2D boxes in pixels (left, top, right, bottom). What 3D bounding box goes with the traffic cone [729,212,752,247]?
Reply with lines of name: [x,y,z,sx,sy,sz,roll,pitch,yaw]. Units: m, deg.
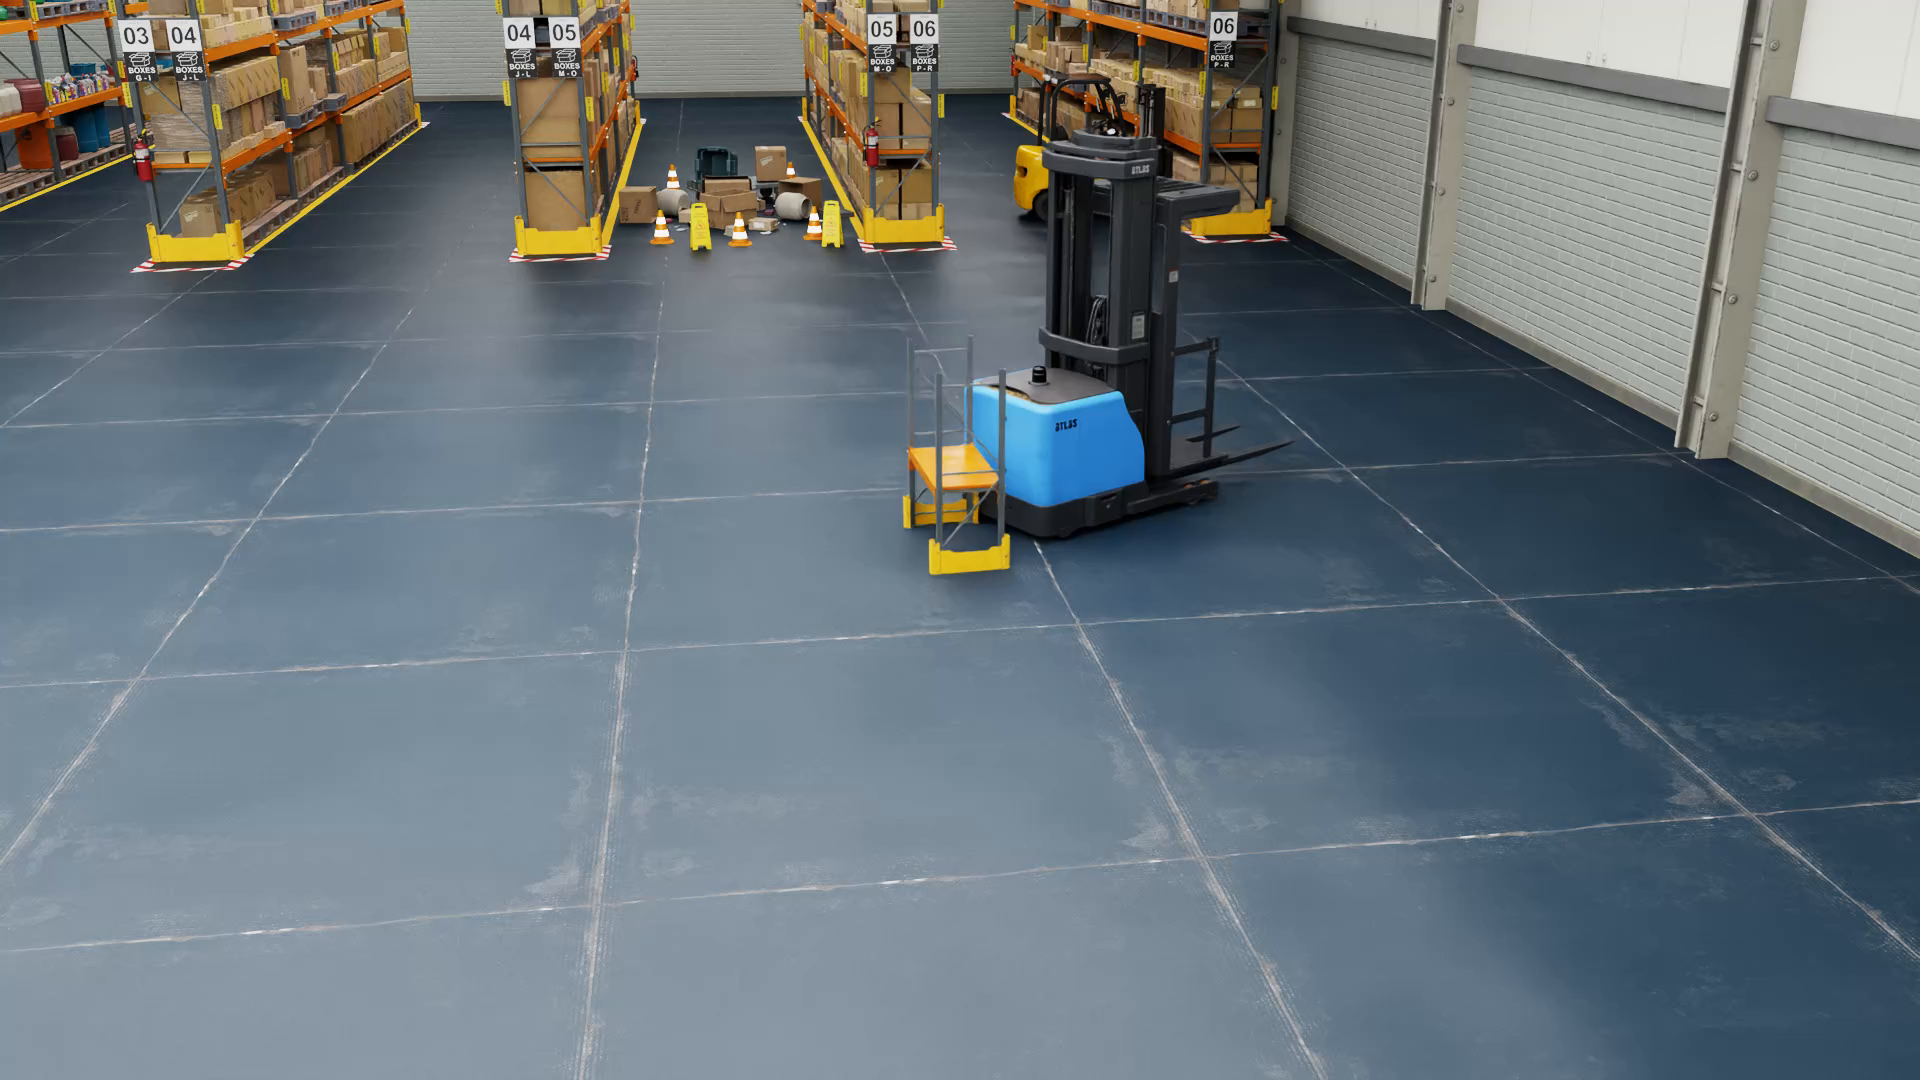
traffic cone: [-3.206,-4.533,24.191,0.336,0.463,0.334,-3,21,-8]

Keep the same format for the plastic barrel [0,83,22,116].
plastic barrel: [-16.319,-7.538,28.452,0.421,0.512,0.421,0,20,0]

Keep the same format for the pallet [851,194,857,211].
pallet: [-1.263,-5.659,27.566,1.003,0.211,1.213,-3,21,-8]

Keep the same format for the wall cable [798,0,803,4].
wall cable: [-3.960,-13.792,43.860,0.585,1.953,0.123,-3,21,-8]

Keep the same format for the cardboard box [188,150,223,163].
cardboard box: [-10.430,-5.304,22.990,0.380,0.149,0.250,-3,21,-8]

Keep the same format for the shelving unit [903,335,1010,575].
shelving unit: [-0.039,-0.652,12.317,0.587,1.500,1.083,-4,21,-12]

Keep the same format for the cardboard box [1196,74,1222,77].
cardboard box: [4.014,-7.397,26.740,0.380,0.149,0.250,-3,21,-8]

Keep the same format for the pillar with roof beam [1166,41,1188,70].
pillar with roof beam: [-0.240,-11.020,29.360,9.100,9.000,0.400,-3,21,-8]

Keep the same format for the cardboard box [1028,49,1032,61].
cardboard box: [1.830,-10.975,37.603,0.500,0.250,0.500,-3,21,-9]

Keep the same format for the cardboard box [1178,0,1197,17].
cardboard box: [3.740,-8.259,25.368,0.700,0.500,0.500,-3,21,-7]

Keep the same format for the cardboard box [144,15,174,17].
cardboard box: [-11.103,-7.184,23.022,0.380,0.149,0.250,-3,21,-7]

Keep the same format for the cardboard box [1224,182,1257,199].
cardboard box: [4.231,-5.379,25.445,0.500,0.250,0.500,-3,21,-7]

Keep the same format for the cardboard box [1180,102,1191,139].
cardboard box: [3.697,-6.447,25.547,0.500,0.500,0.500,-2,21,-6]

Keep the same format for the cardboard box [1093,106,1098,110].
cardboard box: [2.934,-8.803,34.045,0.380,0.149,0.250,-3,21,-7]

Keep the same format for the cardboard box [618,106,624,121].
cardboard box: [-6.923,-8.452,32.960,0.500,0.250,0.500,-4,21,-10]

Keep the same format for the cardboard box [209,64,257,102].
cardboard box: [-10.651,-6.689,24.342,0.500,0.500,0.500,-3,21,-8]

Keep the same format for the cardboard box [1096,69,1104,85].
cardboard box: [2.833,-8.657,31.108,0.500,0.250,0.500,-2,21,-6]

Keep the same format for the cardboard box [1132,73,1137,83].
cardboard box: [3.193,-7.994,28.762,0.380,0.149,0.250,-3,21,-9]

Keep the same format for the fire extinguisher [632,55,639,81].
fire extinguisher: [-7.588,-10.966,38.432,0.296,0.674,0.183,-3,21,-8]

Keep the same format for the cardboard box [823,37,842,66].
cardboard box: [-2.387,-9.439,32.130,0.500,0.500,0.500,-3,21,-7]

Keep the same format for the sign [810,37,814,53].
sign: [-3.097,-10.380,34.870,0.100,0.325,0.005,-3,21,-8]

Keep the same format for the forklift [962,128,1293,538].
forklift: [1.488,-1.785,13.306,3.031,2.935,1.130,-15,25,-35]

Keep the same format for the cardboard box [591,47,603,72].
cardboard box: [-6.726,-8.480,29.563,0.700,0.500,0.500,-3,21,-9]

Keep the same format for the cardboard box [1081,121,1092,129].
cardboard box: [2.666,-7.994,32.804,0.500,0.500,0.500,-2,21,-6]

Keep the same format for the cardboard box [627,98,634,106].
cardboard box: [-7.539,-9.862,37.459,0.380,0.149,0.250,-3,21,-9]

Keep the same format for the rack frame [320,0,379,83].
rack frame: [-12.354,-9.466,33.773,1.000,3.000,0.127,-3,21,-8]

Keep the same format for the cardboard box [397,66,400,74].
cardboard box: [-12.367,-10.183,36.053,0.380,0.149,0.250,-3,21,-8]

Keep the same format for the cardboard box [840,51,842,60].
cardboard box: [-1.860,-8.363,28.725,0.380,0.149,0.250,-4,21,-10]

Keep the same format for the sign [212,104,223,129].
sign: [-10.088,-5.744,22.571,0.100,0.325,0.005,-3,21,-8]

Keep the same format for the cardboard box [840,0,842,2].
cardboard box: [-1.723,-9.508,29.451,0.797,0.503,0.637,-3,21,-8]

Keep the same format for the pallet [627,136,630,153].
pallet: [-7.318,-8.105,34.116,1.003,0.211,1.213,-3,21,-8]

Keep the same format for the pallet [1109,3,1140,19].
pallet: [3.290,-9.532,29.932,1.003,0.211,1.213,-2,21,-5]

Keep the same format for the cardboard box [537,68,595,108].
cardboard box: [-5.834,-6.619,24.394,0.875,0.550,0.550,-3,21,-8]

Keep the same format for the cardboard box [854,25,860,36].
cardboard box: [-1.412,-7.737,25.217,0.380,0.149,0.250,-3,21,-8]

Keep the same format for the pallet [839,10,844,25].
pallet: [-1.378,-8.732,27.790,1.213,0.211,1.003,-3,21,-8]

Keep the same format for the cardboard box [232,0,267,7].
cardboard box: [-10.884,-8.379,25.293,0.500,0.500,0.500,-4,21,-9]

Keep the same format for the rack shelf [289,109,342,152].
rack shelf: [-11.489,-7.052,28.337,1.077,0.370,4.000,-3,21,-8]

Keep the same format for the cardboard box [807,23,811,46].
cardboard box: [-3.101,-11.156,36.727,0.500,0.500,0.500,-3,21,-8]

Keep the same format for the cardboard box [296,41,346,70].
cardboard box: [-11.958,-9.078,31.157,0.797,0.503,0.637,-2,21,-6]

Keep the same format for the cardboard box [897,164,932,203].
cardboard box: [-0.665,-5.372,25.071,0.500,0.500,0.500,-4,21,-10]

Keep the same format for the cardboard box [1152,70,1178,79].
cardboard box: [3.414,-7.727,27.623,0.380,0.149,0.250,-3,21,-7]

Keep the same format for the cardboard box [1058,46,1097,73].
cardboard box: [2.400,-9.831,34.008,0.700,0.500,0.500,-3,21,-8]

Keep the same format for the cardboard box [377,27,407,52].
cardboard box: [-12.601,-11.116,36.908,0.500,0.500,0.500,-3,21,-7]

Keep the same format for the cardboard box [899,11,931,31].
cardboard box: [-0.627,-7.473,23.939,0.500,0.250,0.500,-3,21,-9]

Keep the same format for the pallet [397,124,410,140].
pallet: [-12.566,-8.850,36.110,1.003,0.211,1.213,-3,21,-8]

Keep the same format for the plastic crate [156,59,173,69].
plastic crate: [-17.599,-10.539,36.511,0.616,0.435,0.499,-3,21,-8]

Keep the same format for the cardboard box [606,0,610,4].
cardboard box: [-6.407,-9.556,29.113,0.500,0.311,0.500,-3,21,-8]

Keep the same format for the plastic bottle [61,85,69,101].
plastic bottle: [-16.496,-8.231,30.635,0.061,0.283,0.133,-3,21,-8]

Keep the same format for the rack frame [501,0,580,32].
rack frame: [-5.702,-8.337,22.176,1.000,3.000,0.127,-3,21,-8]

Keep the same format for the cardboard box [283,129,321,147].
cardboard box: [-11.565,-7.054,29.187,0.500,0.250,0.500,-1,20,-2]

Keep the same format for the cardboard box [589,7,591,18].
cardboard box: [-5.724,-7.891,24.887,0.380,0.149,0.250,-3,21,-8]

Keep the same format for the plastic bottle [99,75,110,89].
plastic bottle: [-16.879,-9.038,32.805,0.152,0.276,0.135,-3,21,-8]

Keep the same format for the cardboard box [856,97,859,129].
cardboard box: [-1.305,-6.518,25.313,0.500,0.500,0.500,-3,21,-8]

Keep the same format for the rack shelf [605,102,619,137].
rack shelf: [-6.567,-7.267,28.913,1.077,0.370,4.000,-3,21,-8]
